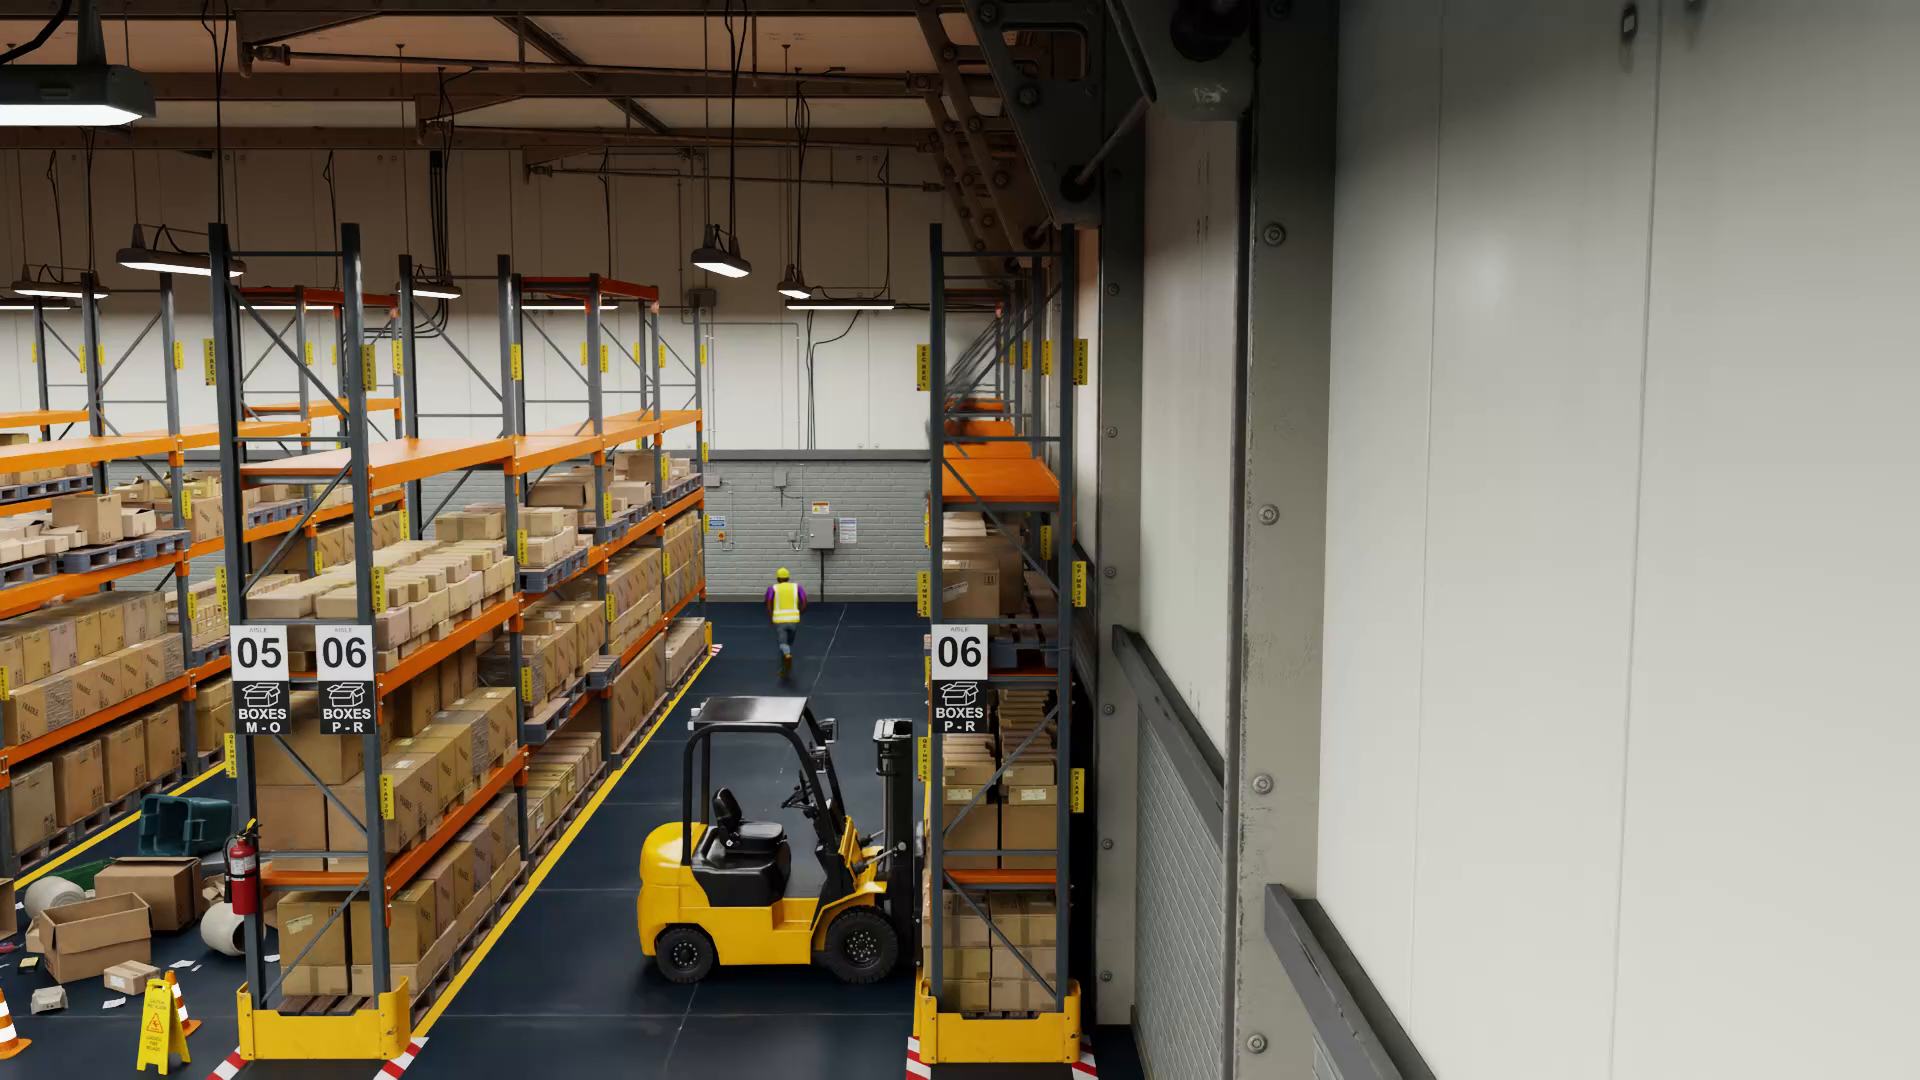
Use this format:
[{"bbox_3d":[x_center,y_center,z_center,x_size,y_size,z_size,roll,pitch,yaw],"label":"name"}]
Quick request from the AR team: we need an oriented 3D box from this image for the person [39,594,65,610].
[{"bbox_3d":[-12.875,1.552,24.067,0.753,1.744,1.056,-1,7,-5],"label":"person"}]

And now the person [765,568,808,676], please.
[{"bbox_3d":[-2.690,1.317,25.883,0.672,1.708,0.873,-2,7,-13],"label":"person"}]
